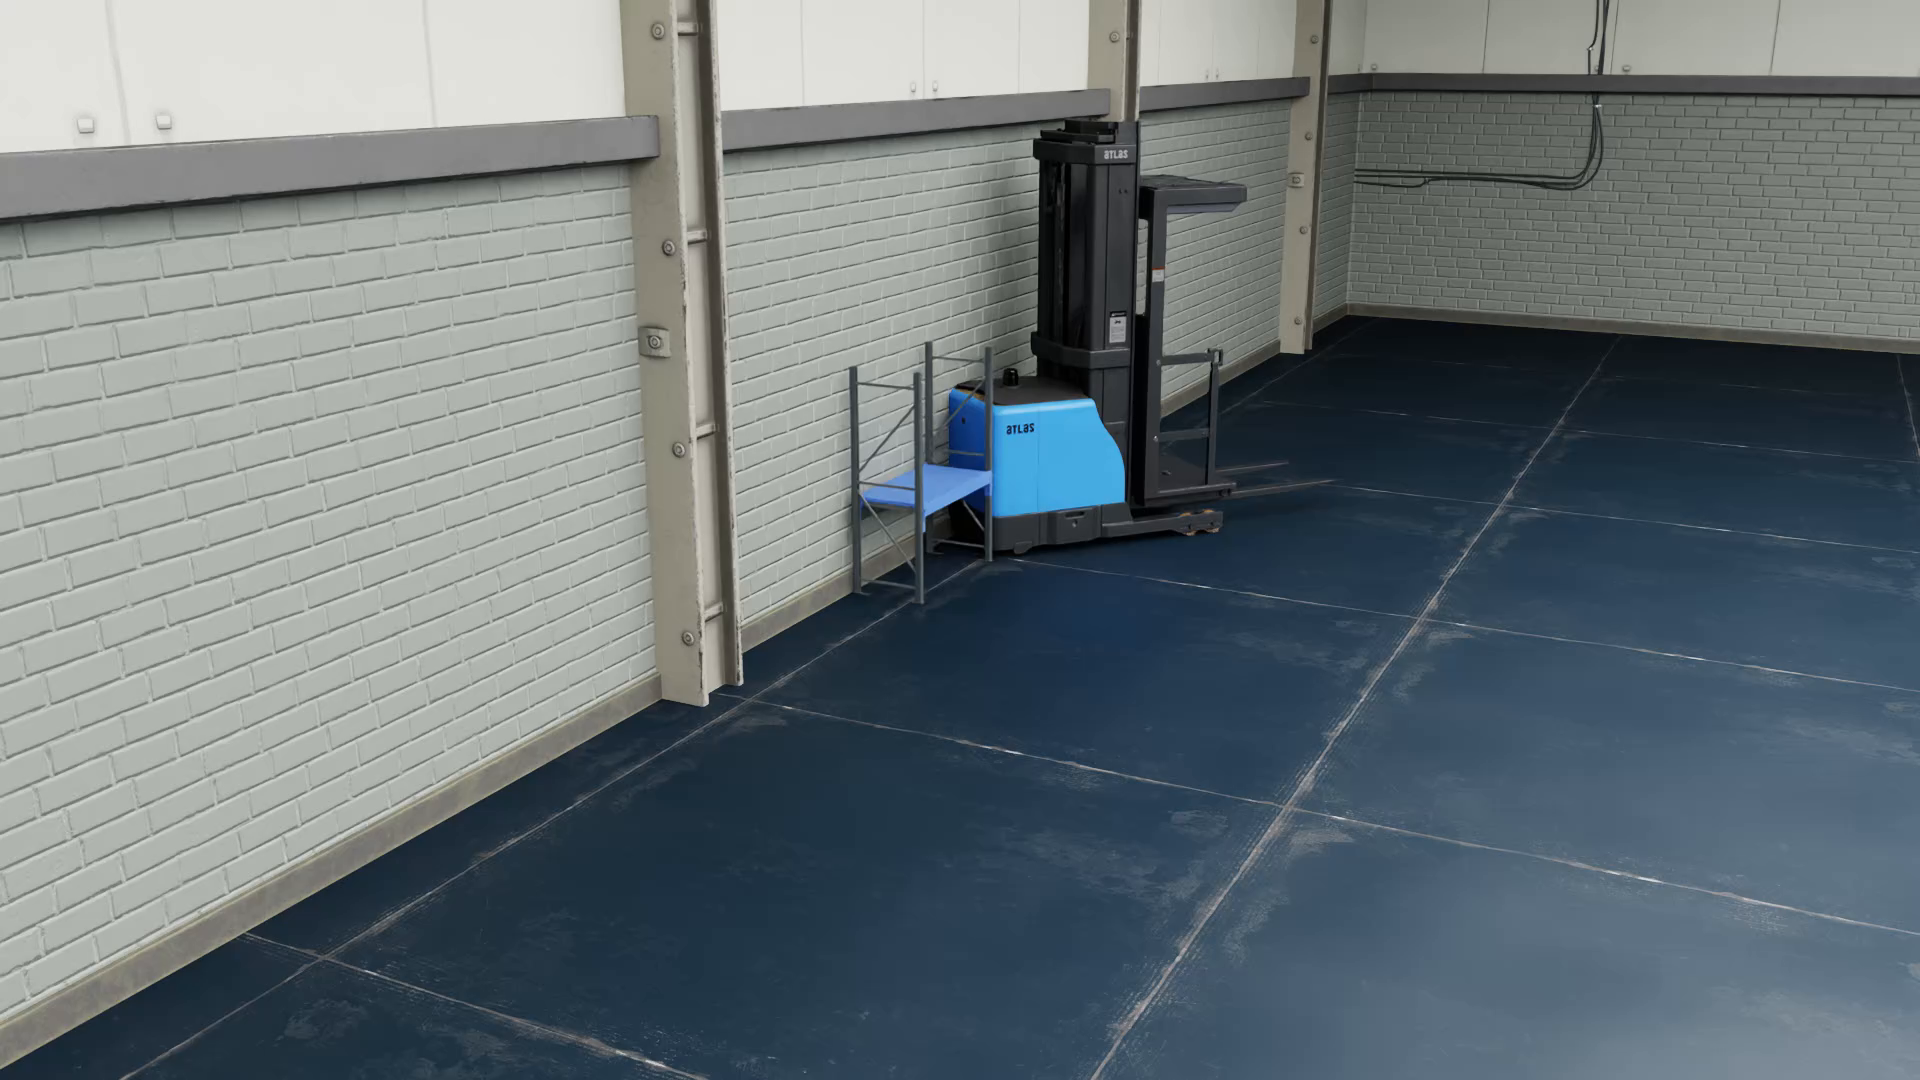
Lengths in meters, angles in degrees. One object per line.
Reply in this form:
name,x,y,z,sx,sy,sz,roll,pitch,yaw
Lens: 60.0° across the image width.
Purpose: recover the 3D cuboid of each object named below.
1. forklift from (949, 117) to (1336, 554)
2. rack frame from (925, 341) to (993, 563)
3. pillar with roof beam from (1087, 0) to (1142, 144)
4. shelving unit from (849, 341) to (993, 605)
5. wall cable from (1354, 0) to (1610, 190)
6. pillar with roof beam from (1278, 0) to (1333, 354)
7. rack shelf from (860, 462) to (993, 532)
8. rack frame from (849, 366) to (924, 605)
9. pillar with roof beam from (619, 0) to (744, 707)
forklift,1.377,-1.564,12.141,3.031,2.935,1.130,-7,18,-23
rack frame,-0.009,-0.598,11.402,0.500,1.500,0.032,8,18,25
pillar with roof beam,5.096,-4.462,11.243,9.100,9.000,0.400,8,18,25
shelving unit,-0.236,-0.468,10.966,0.538,1.500,1.048,8,18,25
wall cable,6.425,-5.632,20.634,3.097,2.526,0.112,8,18,25
pillar with roof beam,7.777,-5.990,16.388,9.100,9.000,0.400,8,18,25
rack shelf,-0.236,-0.296,11.017,0.538,0.185,1.000,8,18,25
rack frame,-0.463,-0.339,10.530,0.500,1.500,0.032,8,18,25
pillar with roof beam,2.415,-2.934,6.097,9.100,9.000,0.400,8,18,25
